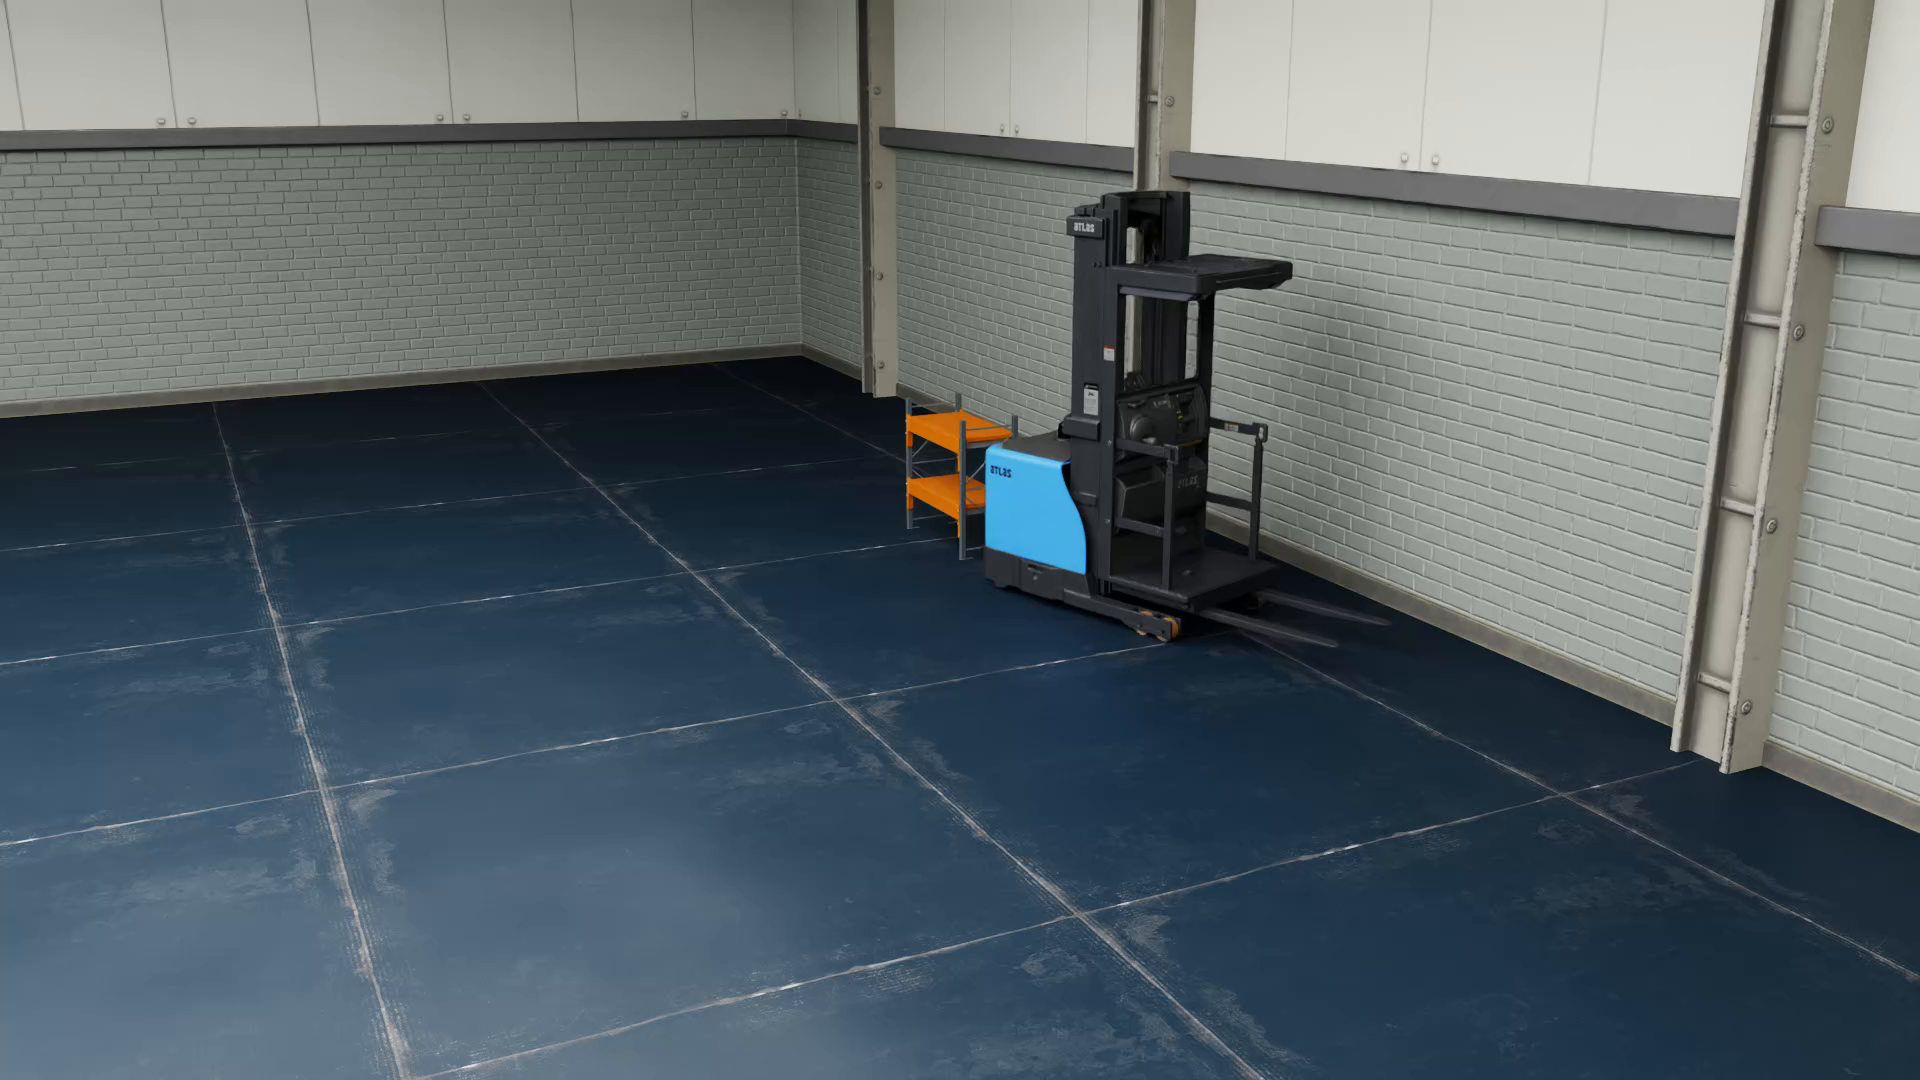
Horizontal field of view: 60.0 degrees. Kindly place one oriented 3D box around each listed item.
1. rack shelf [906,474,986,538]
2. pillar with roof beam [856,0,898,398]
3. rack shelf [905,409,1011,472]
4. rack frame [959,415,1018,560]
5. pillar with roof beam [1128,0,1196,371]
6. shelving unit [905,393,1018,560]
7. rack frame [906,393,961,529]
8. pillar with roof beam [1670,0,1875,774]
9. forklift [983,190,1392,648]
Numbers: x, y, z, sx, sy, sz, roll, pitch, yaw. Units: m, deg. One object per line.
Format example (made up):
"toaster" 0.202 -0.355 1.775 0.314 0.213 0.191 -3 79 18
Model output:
"rack shelf" 0.003 -0.304 13.657 0.538 0.278 1.000 -8 18 -25
"pillar with roof beam" -4.821 -5.549 16.774 9.100 9.000 0.400 -8 18 -25
"rack shelf" 0.003 -0.820 13.509 0.538 0.278 1.000 -8 18 -25
"rack frame" 0.226 -0.413 13.150 0.500 1.125 0.032 -8 18 -25
"pillar with roof beam" -2.193 -4.061 11.589 9.100 9.000 0.400 -8 18 -25
"shelving unit" 0.003 -0.539 13.590 0.538 1.125 1.048 -8 18 -25
"rack frame" -0.220 -0.665 14.029 0.500 1.125 0.032 -8 18 -25
"pillar with roof beam" 0.436 -2.574 6.405 9.100 9.000 0.400 -8 18 -25
"forklift" 1.567 -0.876 11.488 1.130 2.935 3.031 -15 22 -43
